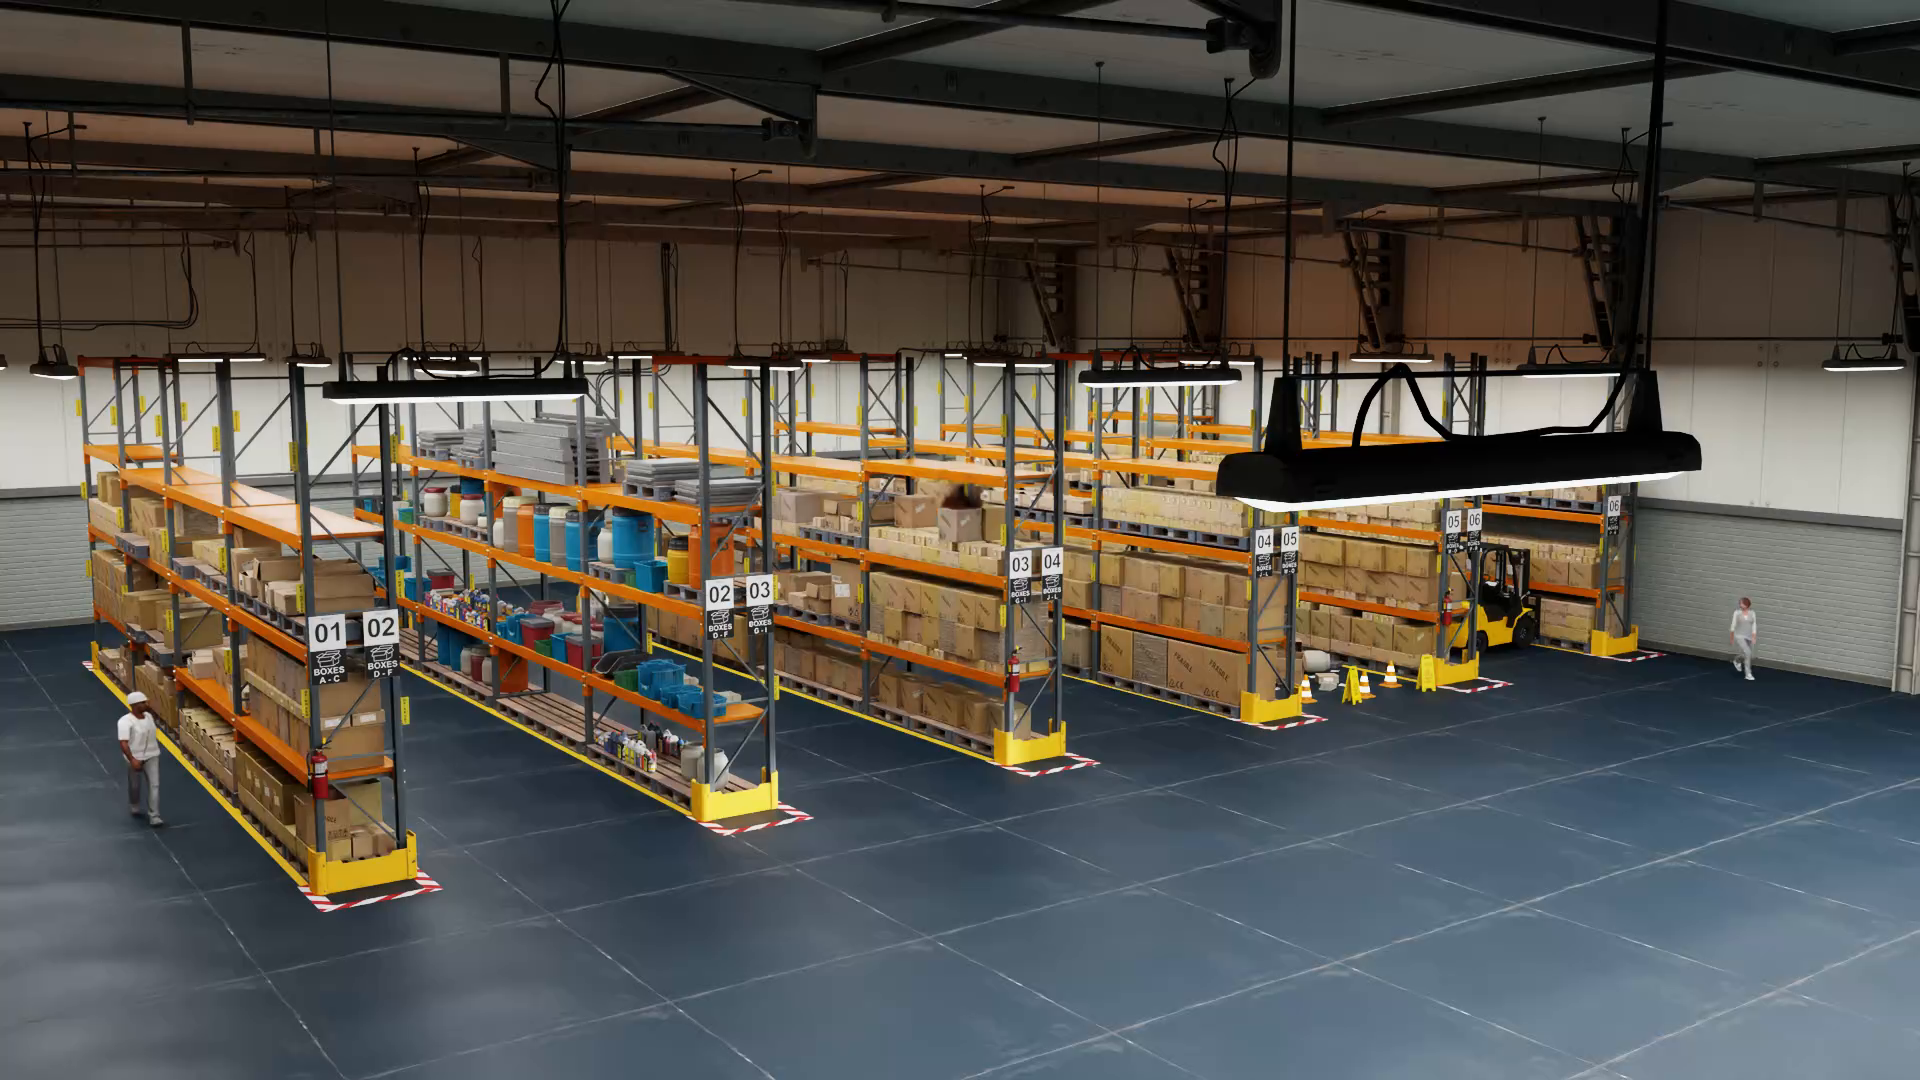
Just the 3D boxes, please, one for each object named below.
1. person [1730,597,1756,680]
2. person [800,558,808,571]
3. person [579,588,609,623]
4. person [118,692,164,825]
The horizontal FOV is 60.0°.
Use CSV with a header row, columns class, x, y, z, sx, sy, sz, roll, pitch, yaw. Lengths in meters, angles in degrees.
class,x,y,z,sx,sy,sz,roll,pitch,yaw
person,14.696,1.839,31.112,0.377,1.452,0.801,-1,7,-7
person,-4.139,0.217,43.055,0.568,1.771,0.507,-6,9,-43
person,-7.461,1.418,33.980,0.575,1.692,0.908,-5,8,-34
person,-10.732,2.849,21.766,0.495,1.729,1.022,-4,8,-31
